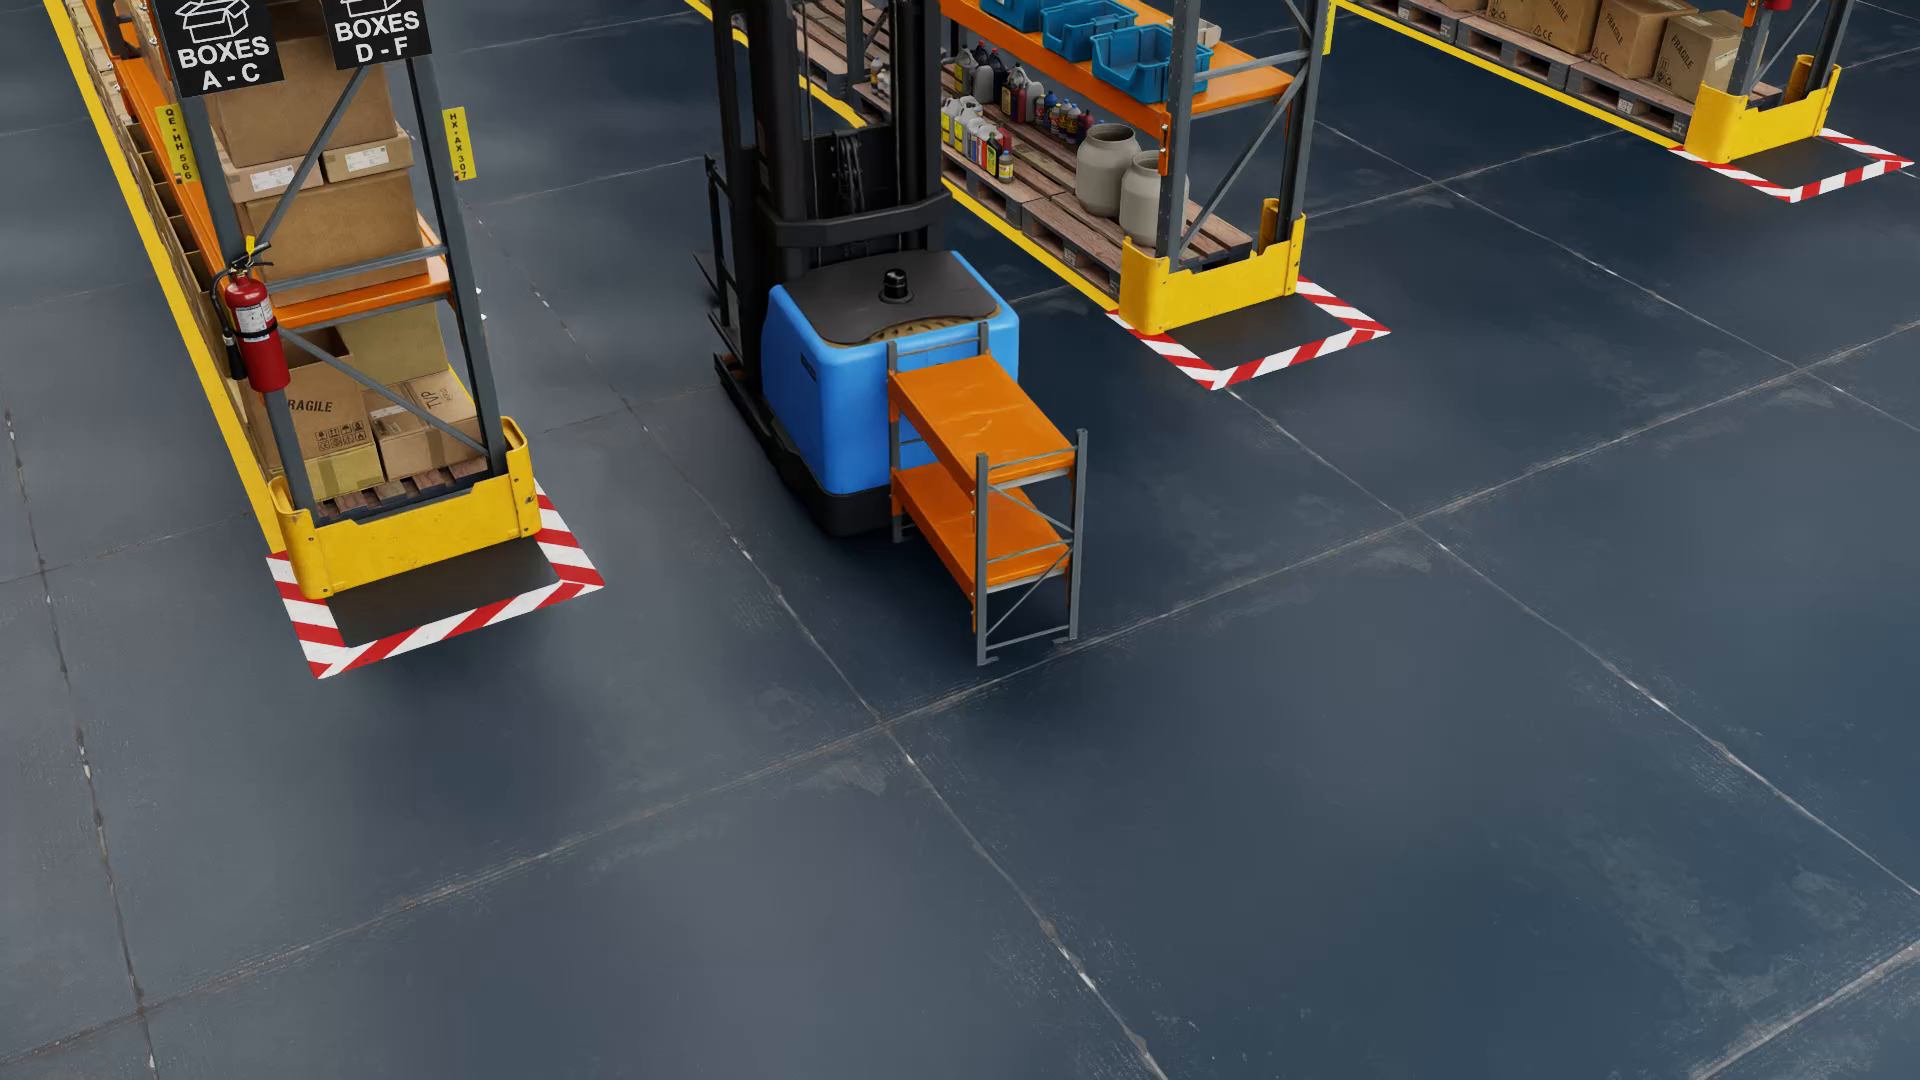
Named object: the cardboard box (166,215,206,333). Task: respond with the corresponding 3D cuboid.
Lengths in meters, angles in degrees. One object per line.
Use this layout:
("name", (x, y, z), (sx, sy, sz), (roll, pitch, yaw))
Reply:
("cardboard box", (-3.967, -1.495, 9.093), (0.500, 0.500, 0.500), (-19, 40, -24))

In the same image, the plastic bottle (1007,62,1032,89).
("plastic bottle", (0.431, -3.295, 12.091), (0.144, 0.351, 0.185), (-19, 40, -24))

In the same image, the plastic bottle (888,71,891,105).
("plastic bottle", (-0.433, -3.321, 12.190), (0.152, 0.276, 0.135), (-17, 40, -22))

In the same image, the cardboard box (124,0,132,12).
("cardboard box", (-4.460, -3.075, 9.283), (0.380, 0.149, 0.250), (-20, 41, -25))

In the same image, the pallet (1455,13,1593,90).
("pallet", (4.867, -4.079, 13.656), (1.003, 0.211, 1.213), (-19, 40, -24))

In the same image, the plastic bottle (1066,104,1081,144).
("plastic bottle", (0.796, -2.920, 11.645), (0.097, 0.271, 0.097), (0, 36, 0))

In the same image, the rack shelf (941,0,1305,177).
("rack shelf", (0.605, -3.382, 10.947), (1.077, 0.370, 4.000), (-19, 40, -24))

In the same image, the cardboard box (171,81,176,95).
("cardboard box", (-3.684, -2.287, 8.204), (0.380, 0.149, 0.250), (-18, 40, -23))

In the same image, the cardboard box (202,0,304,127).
("cardboard box", (-3.194, -2.286, 7.653), (0.700, 0.500, 0.500), (-20, 41, -25))

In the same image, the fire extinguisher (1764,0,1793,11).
("fire extinguisher", (5.551, -3.894, 11.104), (0.296, 0.674, 0.183), (-19, 40, -24))

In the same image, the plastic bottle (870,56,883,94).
("plastic bottle", (-0.619, -3.476, 12.406), (0.097, 0.271, 0.097), (0, 36, 0))

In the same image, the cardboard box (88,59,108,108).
("cardboard box", (-6.166, -3.452, 12.409), (0.500, 0.250, 0.500), (-20, 41, -25))

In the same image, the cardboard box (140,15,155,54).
("cardboard box", (-4.066, -2.678, 8.739), (0.380, 0.149, 0.250), (-20, 41, -25))

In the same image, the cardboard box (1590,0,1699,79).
("cardboard box", (5.263, -3.899, 12.808), (0.500, 0.500, 0.500), (-9, 37, -12))

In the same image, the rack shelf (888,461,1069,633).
("rack shelf", (0.099, -0.028, 7.749), (0.538, 0.278, 1.000), (-14, 38, -19))

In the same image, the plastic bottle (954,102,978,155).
("plastic bottle", (0.048, -2.858, 11.493), (0.144, 0.351, 0.185), (-17, 40, -22))

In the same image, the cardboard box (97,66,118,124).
("cardboard box", (-5.652, -3.152, 11.523), (0.500, 0.311, 0.500), (-19, 40, -24))

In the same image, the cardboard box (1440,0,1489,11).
("cardboard box", (4.343, -4.815, 14.062), (0.500, 0.500, 0.500), (-7, 37, -9))

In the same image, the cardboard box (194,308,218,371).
("cardboard box", (-3.964, -1.193, 9.316), (0.500, 0.250, 0.500), (-19, 40, -24))

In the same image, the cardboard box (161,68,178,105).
("cardboard box", (-3.937, -2.518, 9.070), (0.700, 0.500, 0.500), (-18, 40, -23))

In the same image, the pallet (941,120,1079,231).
("pallet", (0.518, -2.589, 11.615), (1.003, 0.211, 1.213), (-19, 40, -24))

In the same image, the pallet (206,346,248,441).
("pallet", (-3.705, -1.060, 9.522), (1.003, 0.211, 1.213), (-19, 40, -24))

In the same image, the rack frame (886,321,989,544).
("rack frame", (-0.102, -0.501, 7.982), (0.500, 1.125, 0.032), (-14, 38, -19))

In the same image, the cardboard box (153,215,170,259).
("cardboard box", (-4.714, -1.959, 10.365), (0.500, 0.250, 0.500), (-19, 40, -24))

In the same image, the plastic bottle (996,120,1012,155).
("plastic bottle", (0.297, -2.708, 11.345), (0.061, 0.283, 0.133), (-19, 40, -24))

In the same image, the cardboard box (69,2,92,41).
("cardboard box", (-6.414, -3.933, 12.591), (0.500, 0.311, 0.500), (-20, 41, -25))

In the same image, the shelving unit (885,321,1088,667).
("shelving unit", (0.099, -0.225, 7.605), (0.538, 1.125, 1.048), (-14, 38, -19))

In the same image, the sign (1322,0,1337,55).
("sign", (2.087, -2.925, 9.477), (0.100, 0.325, 0.005), (-19, 40, -24))

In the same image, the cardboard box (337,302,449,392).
("cardboard box", (-3.005, -1.143, 8.611), (0.500, 0.500, 0.500), (-19, 40, -24))

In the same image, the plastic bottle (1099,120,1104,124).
("plastic bottle", (0.968, -2.745, 11.406), (0.097, 0.271, 0.097), (0, 36, 0))

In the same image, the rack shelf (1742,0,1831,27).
("rack shelf", (4.887, -4.850, 12.957), (1.077, 0.370, 4.000), (-19, 40, -24))

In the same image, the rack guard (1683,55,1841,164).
("rack guard", (5.854, -3.150, 12.138), (1.175, 0.500, 0.348), (-19, 40, -24))

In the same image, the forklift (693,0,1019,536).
("forklift", (-0.748, -2.066, 8.594), (1.130, 2.935, 3.031), (-14, 38, -19))

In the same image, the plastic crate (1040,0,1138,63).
("plastic crate", (0.778, -3.092, 10.066), (0.499, 0.251, 0.408), (-19, 40, -24))

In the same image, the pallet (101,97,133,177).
("pallet", (-5.706, -3.088, 12.298), (1.003, 0.211, 1.213), (-19, 40, -24))

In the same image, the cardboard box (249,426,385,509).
("cardboard box", (-3.200, -0.432, 8.273), (0.500, 0.250, 0.500), (-19, 40, -24))

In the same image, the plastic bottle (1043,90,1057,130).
("plastic bottle", (0.644, -3.075, 11.857), (0.097, 0.271, 0.097), (0, 36, 0))

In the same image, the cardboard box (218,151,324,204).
("cardboard box", (-3.032, -1.627, 7.300), (0.380, 0.149, 0.250), (-20, 40, -25))

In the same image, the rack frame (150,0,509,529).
("rack frame", (-2.675, -1.187, 7.332), (1.000, 3.000, 0.127), (-19, 40, -24))

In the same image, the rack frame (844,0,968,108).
("rack frame", (-0.400, -4.692, 12.132), (1.000, 3.000, 0.127), (-19, 40, -24))

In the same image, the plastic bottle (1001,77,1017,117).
("plastic bottle", (0.356, -3.224, 12.051), (0.061, 0.283, 0.133), (-19, 40, -24))

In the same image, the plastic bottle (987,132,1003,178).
("plastic bottle", (0.233, -2.594, 11.189), (0.061, 0.283, 0.133), (-18, 40, -23))

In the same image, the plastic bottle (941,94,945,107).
("plastic bottle", (-0.152, -3.074, 11.855), (0.097, 0.271, 0.097), (0, 36, 0))

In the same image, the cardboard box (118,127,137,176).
("cardboard box", (-5.396, -2.670, 11.337), (0.500, 0.250, 0.500), (-20, 40, -25))

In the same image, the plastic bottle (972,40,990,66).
("plastic bottle", (0.173, -3.557, 12.450), (0.144, 0.351, 0.185), (-20, 41, -25))

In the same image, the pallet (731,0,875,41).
("pallet", (-1.445, -4.578, 14.339), (1.003, 0.211, 1.213), (-19, 40, -24))

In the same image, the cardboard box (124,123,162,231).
("cardboard box", (-4.723, -2.259, 10.140), (0.500, 0.500, 0.500), (-19, 40, -24))
